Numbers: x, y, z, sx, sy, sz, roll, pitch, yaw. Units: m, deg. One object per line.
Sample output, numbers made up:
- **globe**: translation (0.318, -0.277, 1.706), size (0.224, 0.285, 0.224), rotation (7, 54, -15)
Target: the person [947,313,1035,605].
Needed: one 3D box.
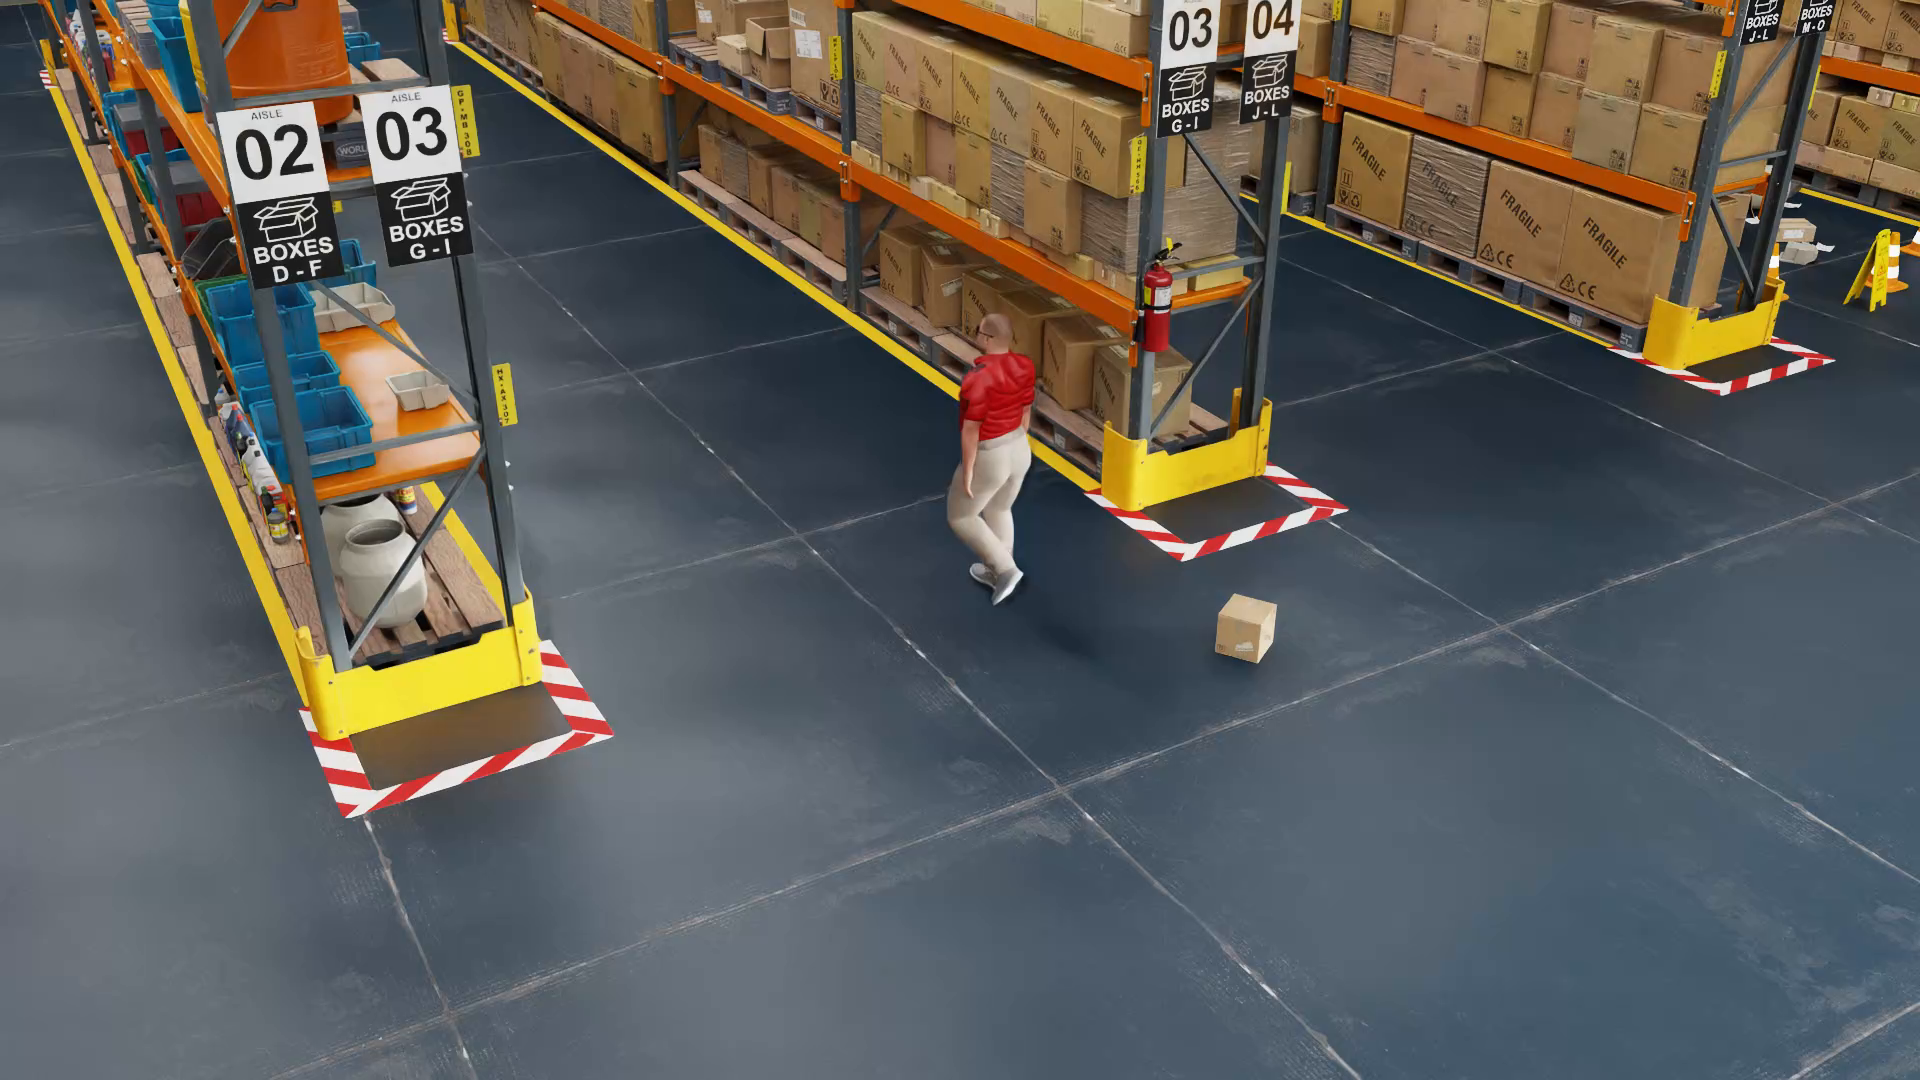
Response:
- **person**: translation (0.217, -0.441, 9.334), size (0.545, 1.712, 0.568), rotation (-24, 37, -37)
